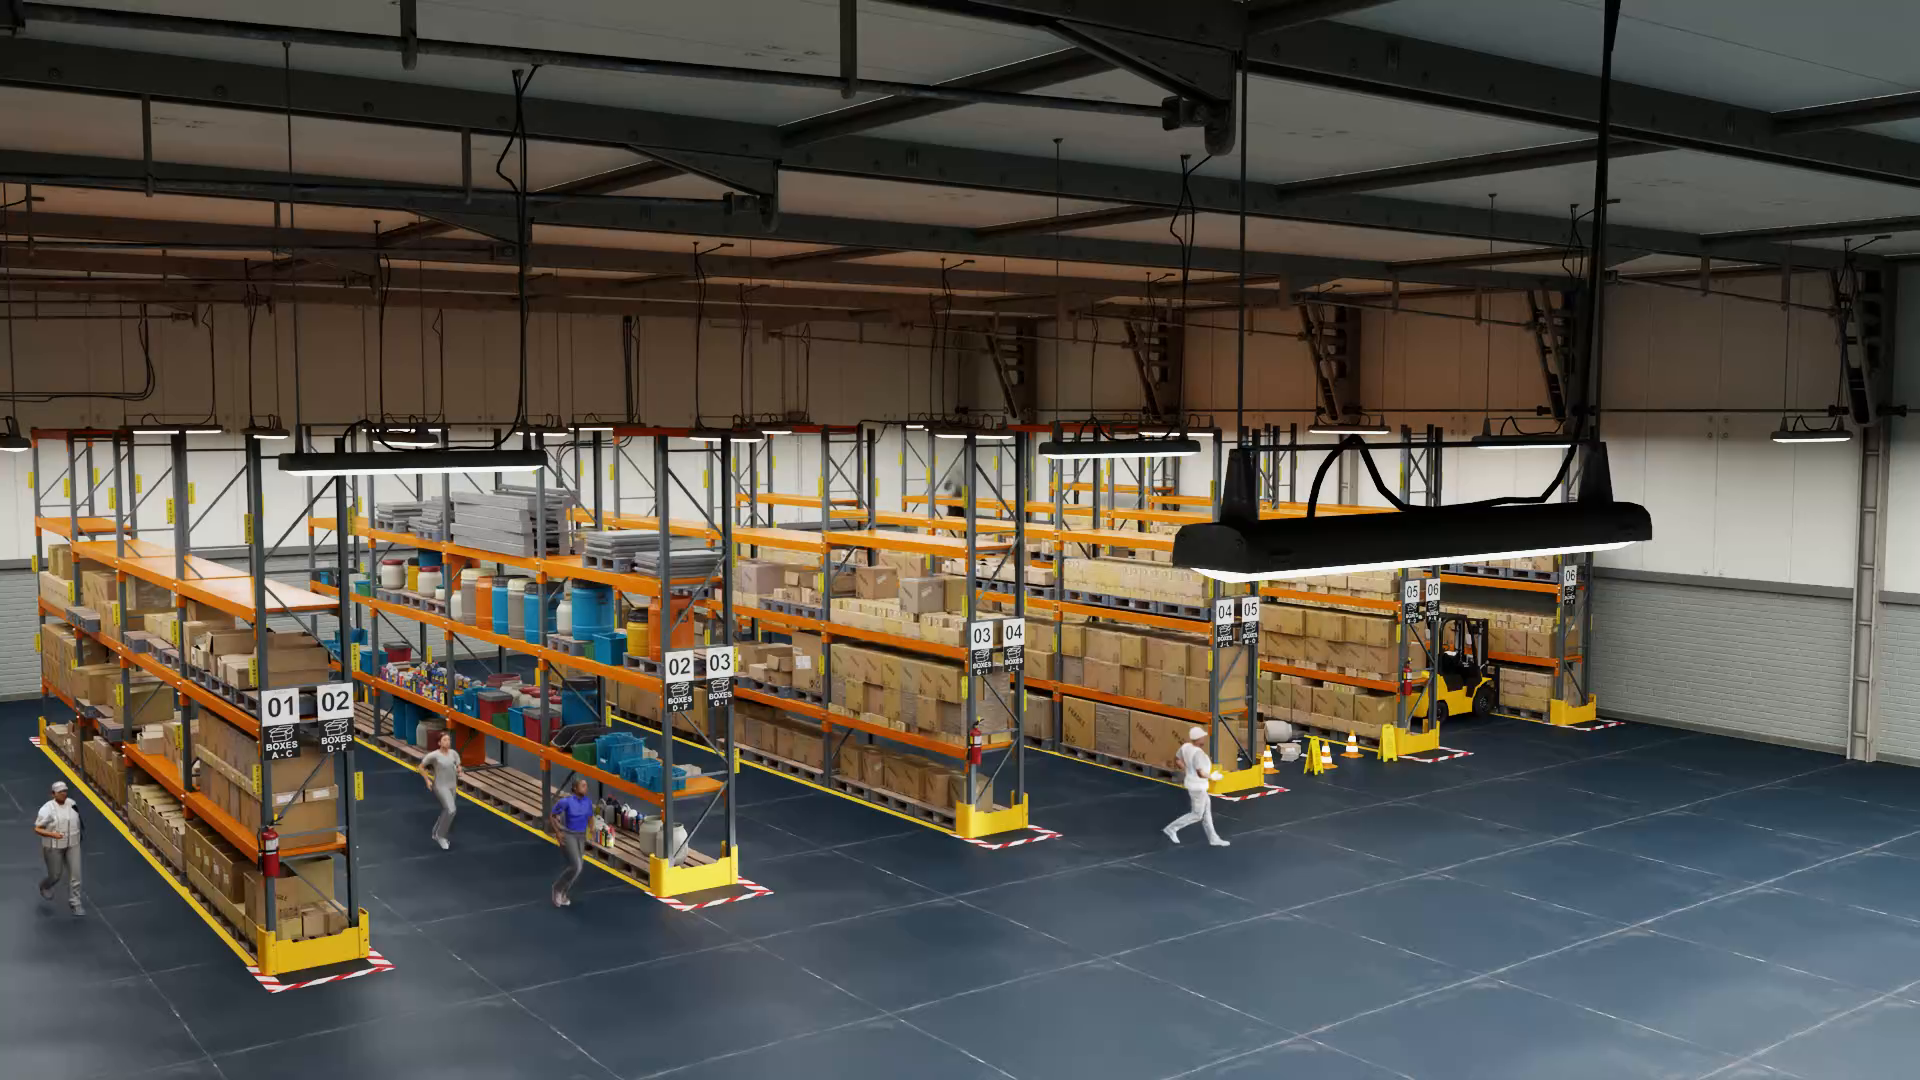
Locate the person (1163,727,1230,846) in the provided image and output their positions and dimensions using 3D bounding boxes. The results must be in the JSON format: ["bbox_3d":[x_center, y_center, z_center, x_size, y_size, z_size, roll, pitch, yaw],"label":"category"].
[{"bbox_3d":[3.404,3.554,23.856,1.022,1.765,0.692,-1,5,-9],"label":"person"}]

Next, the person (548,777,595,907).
[{"bbox_3d":[-4.917,3.854,21.292,0.546,1.604,0.619,3,6,36],"label":"person"}]

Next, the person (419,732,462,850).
[{"bbox_3d":[-7.436,3.609,24.015,0.683,1.681,0.533,3,5,34],"label":"person"}]

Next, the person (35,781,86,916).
[{"bbox_3d":[-11.321,3.860,20.948,0.891,1.664,0.609,3,6,37],"label":"person"}]
